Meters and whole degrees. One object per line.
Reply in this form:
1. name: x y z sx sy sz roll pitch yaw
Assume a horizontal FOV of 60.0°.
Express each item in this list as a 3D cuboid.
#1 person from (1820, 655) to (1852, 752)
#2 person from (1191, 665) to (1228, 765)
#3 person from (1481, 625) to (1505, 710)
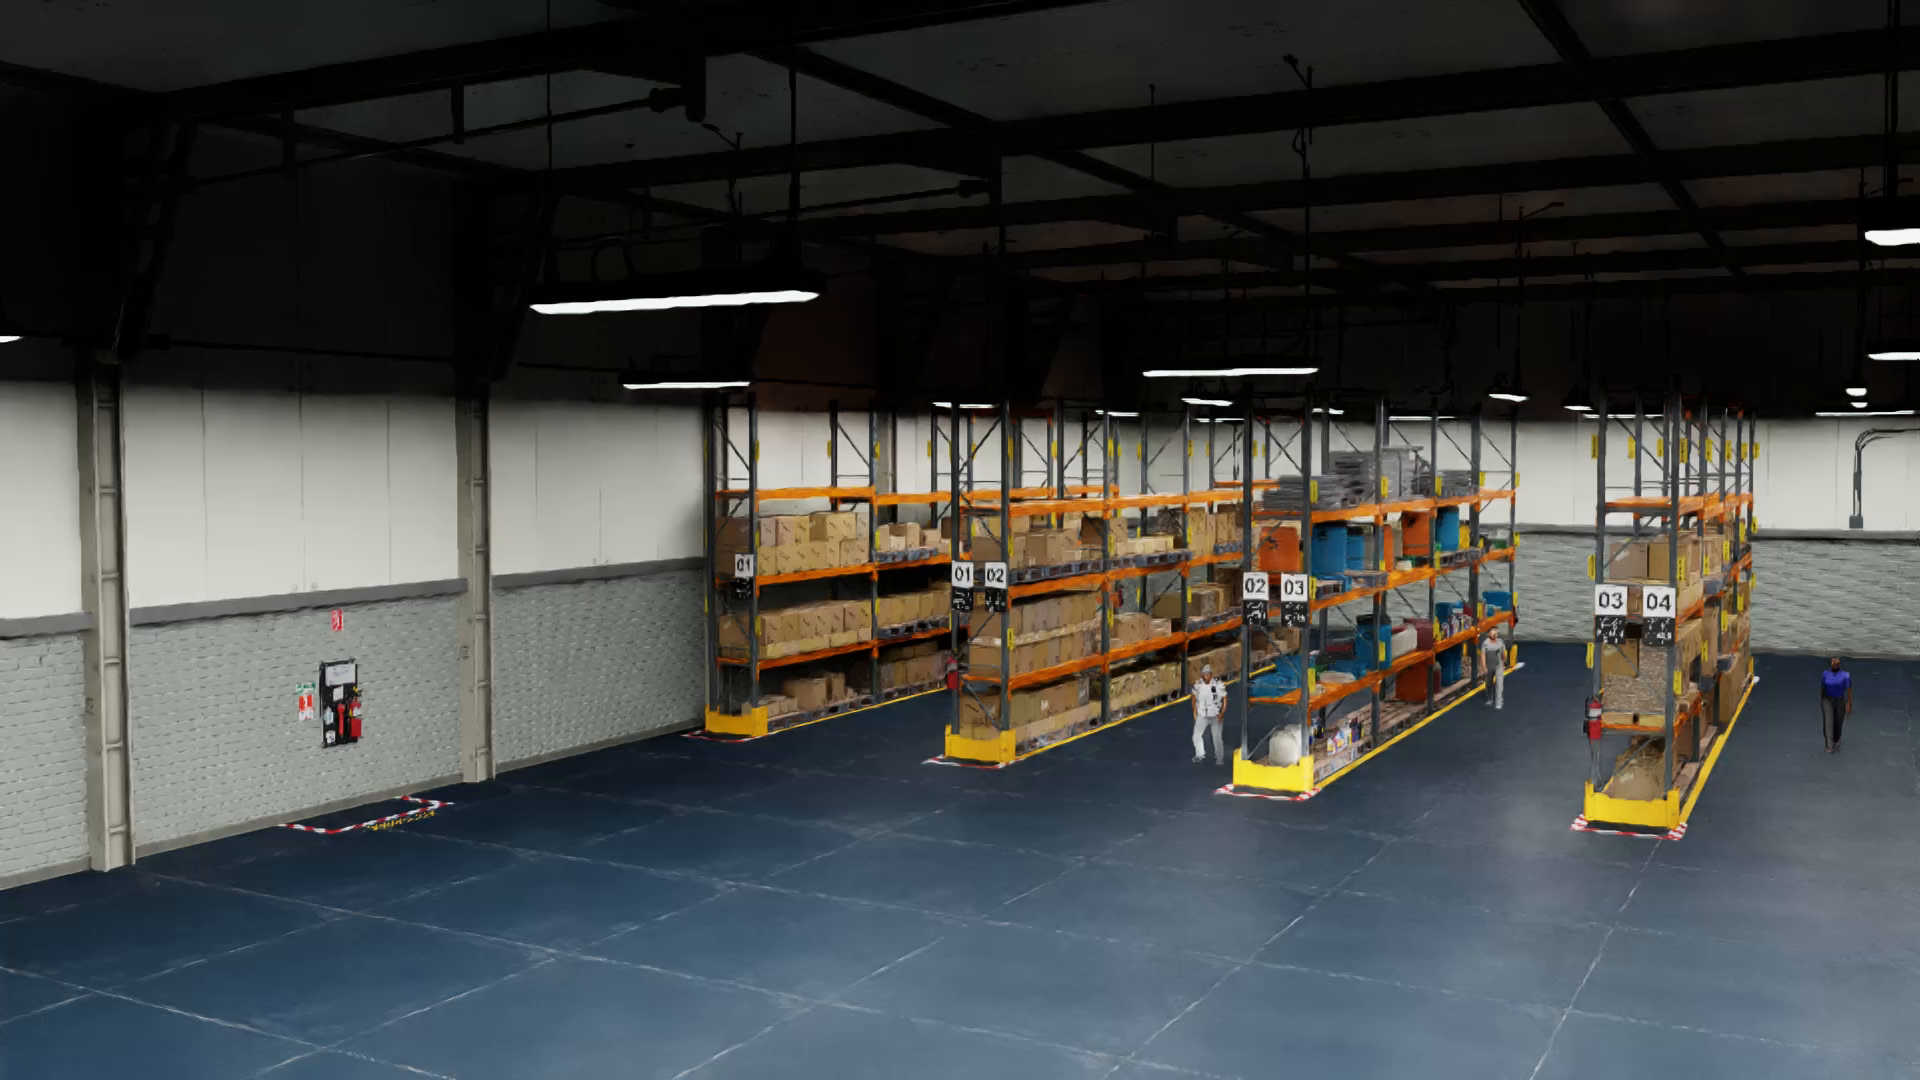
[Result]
1. person: 14.543 2.758 27.608 0.461 1.488 0.999 2 3 27
2. person: 3.957 2.775 26.464 0.625 1.611 0.582 2 3 27
3. person: 10.303 2.447 32.161 0.444 1.604 1.016 1 3 21
